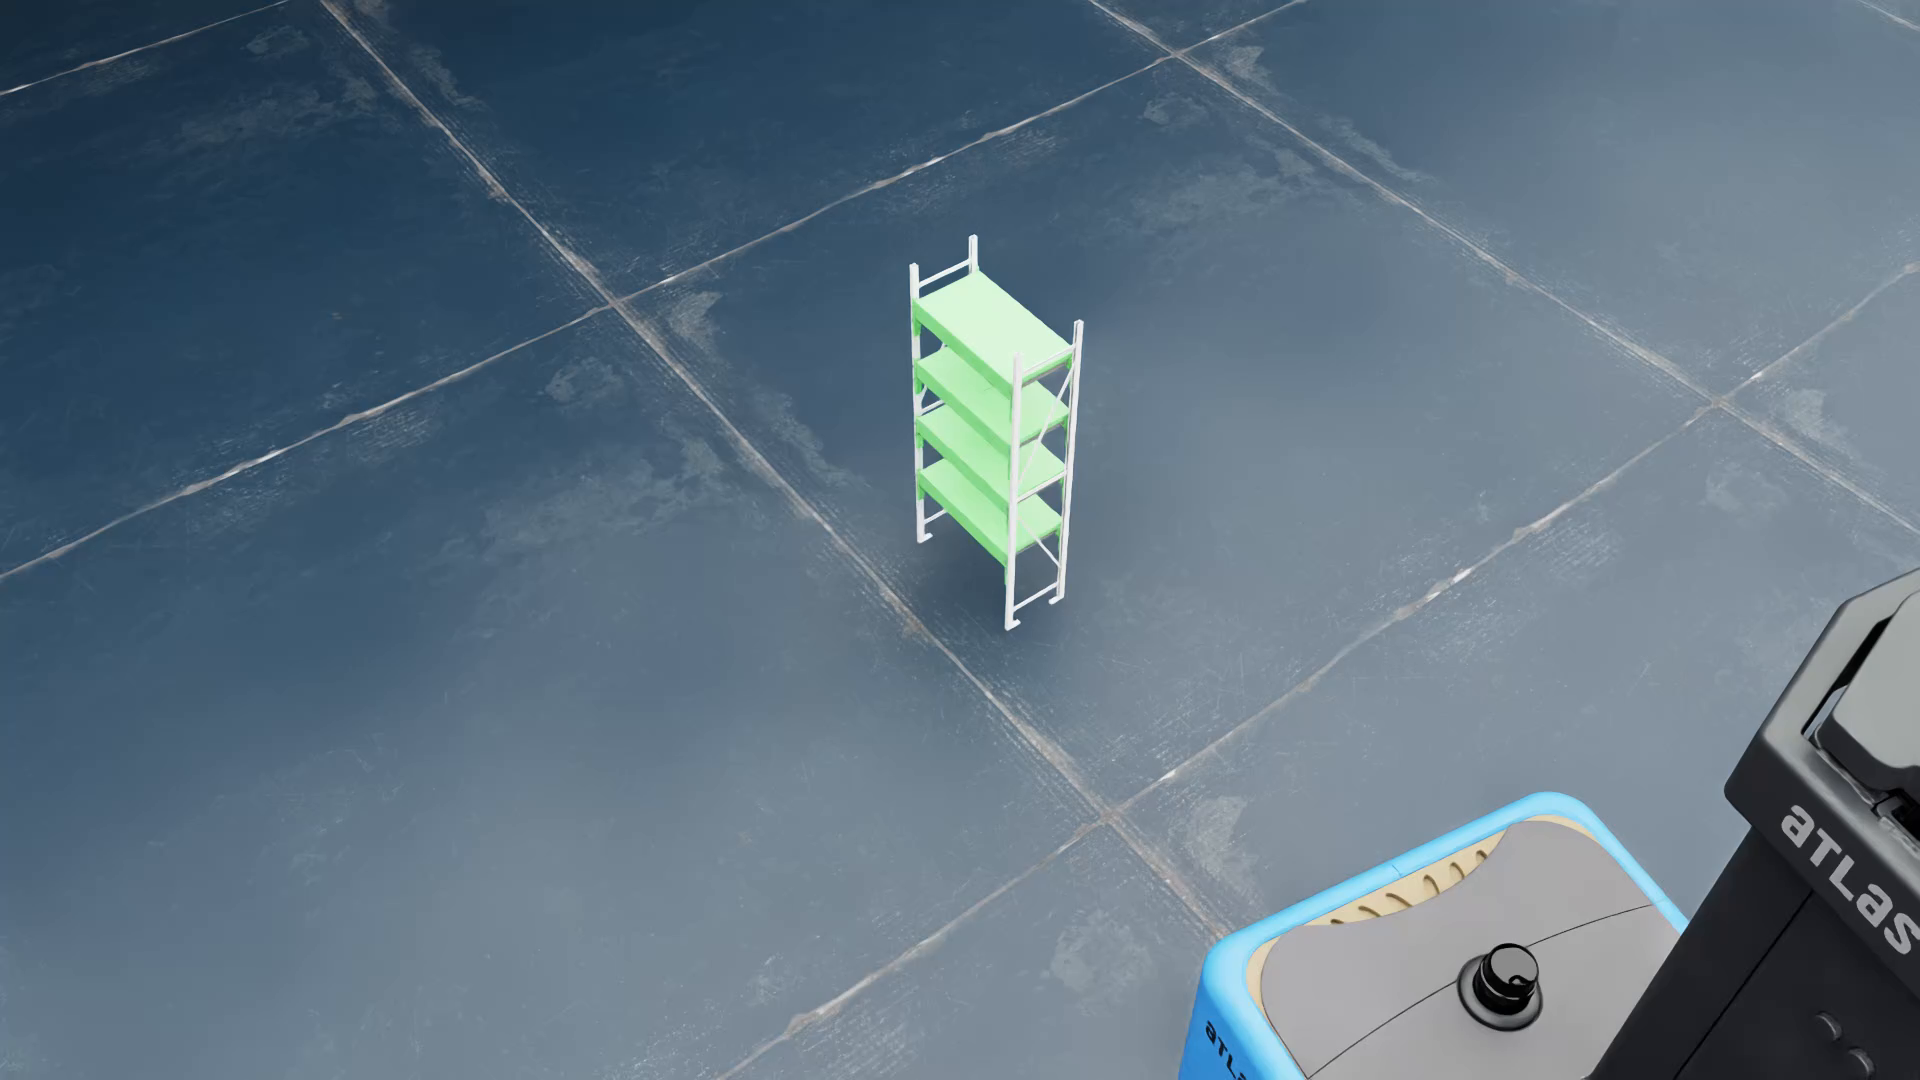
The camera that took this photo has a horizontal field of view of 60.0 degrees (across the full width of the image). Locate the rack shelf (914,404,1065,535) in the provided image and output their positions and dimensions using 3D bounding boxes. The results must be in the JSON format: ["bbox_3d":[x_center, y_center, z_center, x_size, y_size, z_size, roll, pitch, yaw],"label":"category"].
[{"bbox_3d":[0.100,-0.262,5.264,0.258,0.148,0.480,-29,54,-24],"label":"rack shelf"}]

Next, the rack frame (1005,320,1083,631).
[{"bbox_3d":[0.248,-0.162,5.087,0.240,1.200,0.015,-29,54,-24],"label":"rack frame"}]

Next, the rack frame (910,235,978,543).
[{"bbox_3d":[-0.048,-0.449,5.347,0.240,1.200,0.015,-29,54,-24],"label":"rack frame"}]

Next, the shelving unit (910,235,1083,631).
[{"bbox_3d":[0.100,-0.305,5.217,0.258,1.200,0.503,-29,54,-24],"label":"shelving unit"}]

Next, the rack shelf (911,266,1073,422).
[{"bbox_3d":[0.100,-0.585,4.909,0.258,0.148,0.480,-29,54,-24],"label":"rack shelf"}]

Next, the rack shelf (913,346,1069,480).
[{"bbox_3d":[0.100,-0.424,5.087,0.258,0.148,0.480,-29,54,-24],"label":"rack shelf"}]

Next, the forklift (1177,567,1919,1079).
[{"bbox_3d":[1.600,1.430,2.475,1.130,2.935,3.031,-20,51,-17],"label":"forklift"}]

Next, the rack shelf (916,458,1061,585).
[{"bbox_3d":[0.100,-0.101,5.442,0.258,0.148,0.480,-29,54,-24],"label":"rack shelf"}]
